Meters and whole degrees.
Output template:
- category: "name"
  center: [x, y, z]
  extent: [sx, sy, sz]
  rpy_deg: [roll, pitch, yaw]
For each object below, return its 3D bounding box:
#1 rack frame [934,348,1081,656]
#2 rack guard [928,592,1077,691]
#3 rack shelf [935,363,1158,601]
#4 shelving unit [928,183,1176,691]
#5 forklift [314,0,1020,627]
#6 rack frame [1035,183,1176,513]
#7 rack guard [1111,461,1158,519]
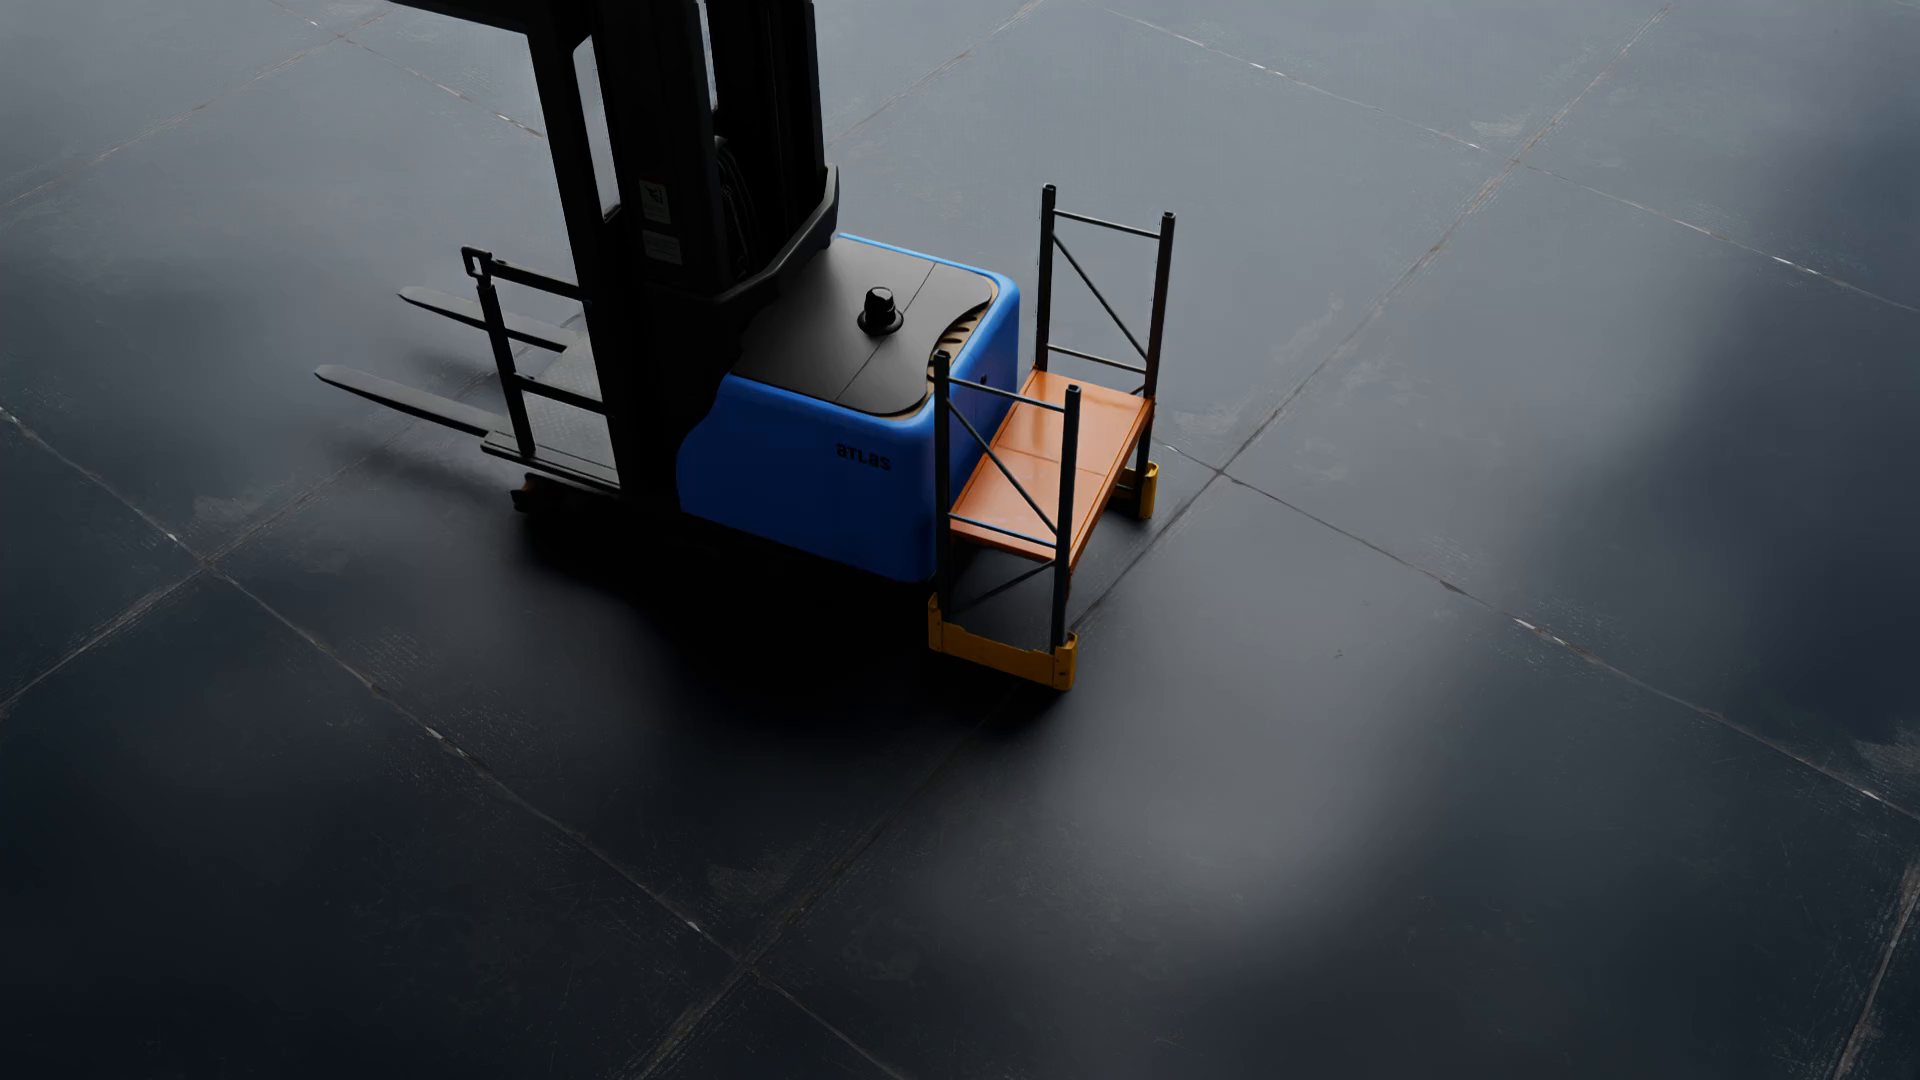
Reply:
- category: "rack frame"
  center: [0.151, -0.030, 5.906]
  extent: [0.500, 1.500, 0.032]
  rpy_deg: [17, 49, 15]
- category: "rack guard"
  center: [0.158, 0.388, 6.371]
  extent: [0.587, 0.250, 0.087]
  rpy_deg: [17, 49, 15]
- category: "rack shelf"
  center: [0.344, -0.246, 6.361]
  extent: [0.538, 0.185, 1.000]
  rpy_deg: [17, 49, 15]
- category: "shelving unit"
  center: [0.348, -0.376, 6.237]
  extent: [0.587, 1.500, 1.083]
  rpy_deg: [17, 49, 15]
- category: "forklift"
  center: [-1.320, -1.381, 6.207]
  extent: [3.031, 2.935, 1.130]
  rpy_deg: [17, 49, 16]
- category: "rack frame"
  center: [0.538, -0.710, 6.556]
  extent: [0.500, 1.500, 0.032]
  rpy_deg: [17, 49, 15]
- category: "rack guard"
  center: [0.537, -0.278, 7.007]
  extent: [0.587, 0.250, 0.087]
  rpy_deg: [17, 49, 15]
